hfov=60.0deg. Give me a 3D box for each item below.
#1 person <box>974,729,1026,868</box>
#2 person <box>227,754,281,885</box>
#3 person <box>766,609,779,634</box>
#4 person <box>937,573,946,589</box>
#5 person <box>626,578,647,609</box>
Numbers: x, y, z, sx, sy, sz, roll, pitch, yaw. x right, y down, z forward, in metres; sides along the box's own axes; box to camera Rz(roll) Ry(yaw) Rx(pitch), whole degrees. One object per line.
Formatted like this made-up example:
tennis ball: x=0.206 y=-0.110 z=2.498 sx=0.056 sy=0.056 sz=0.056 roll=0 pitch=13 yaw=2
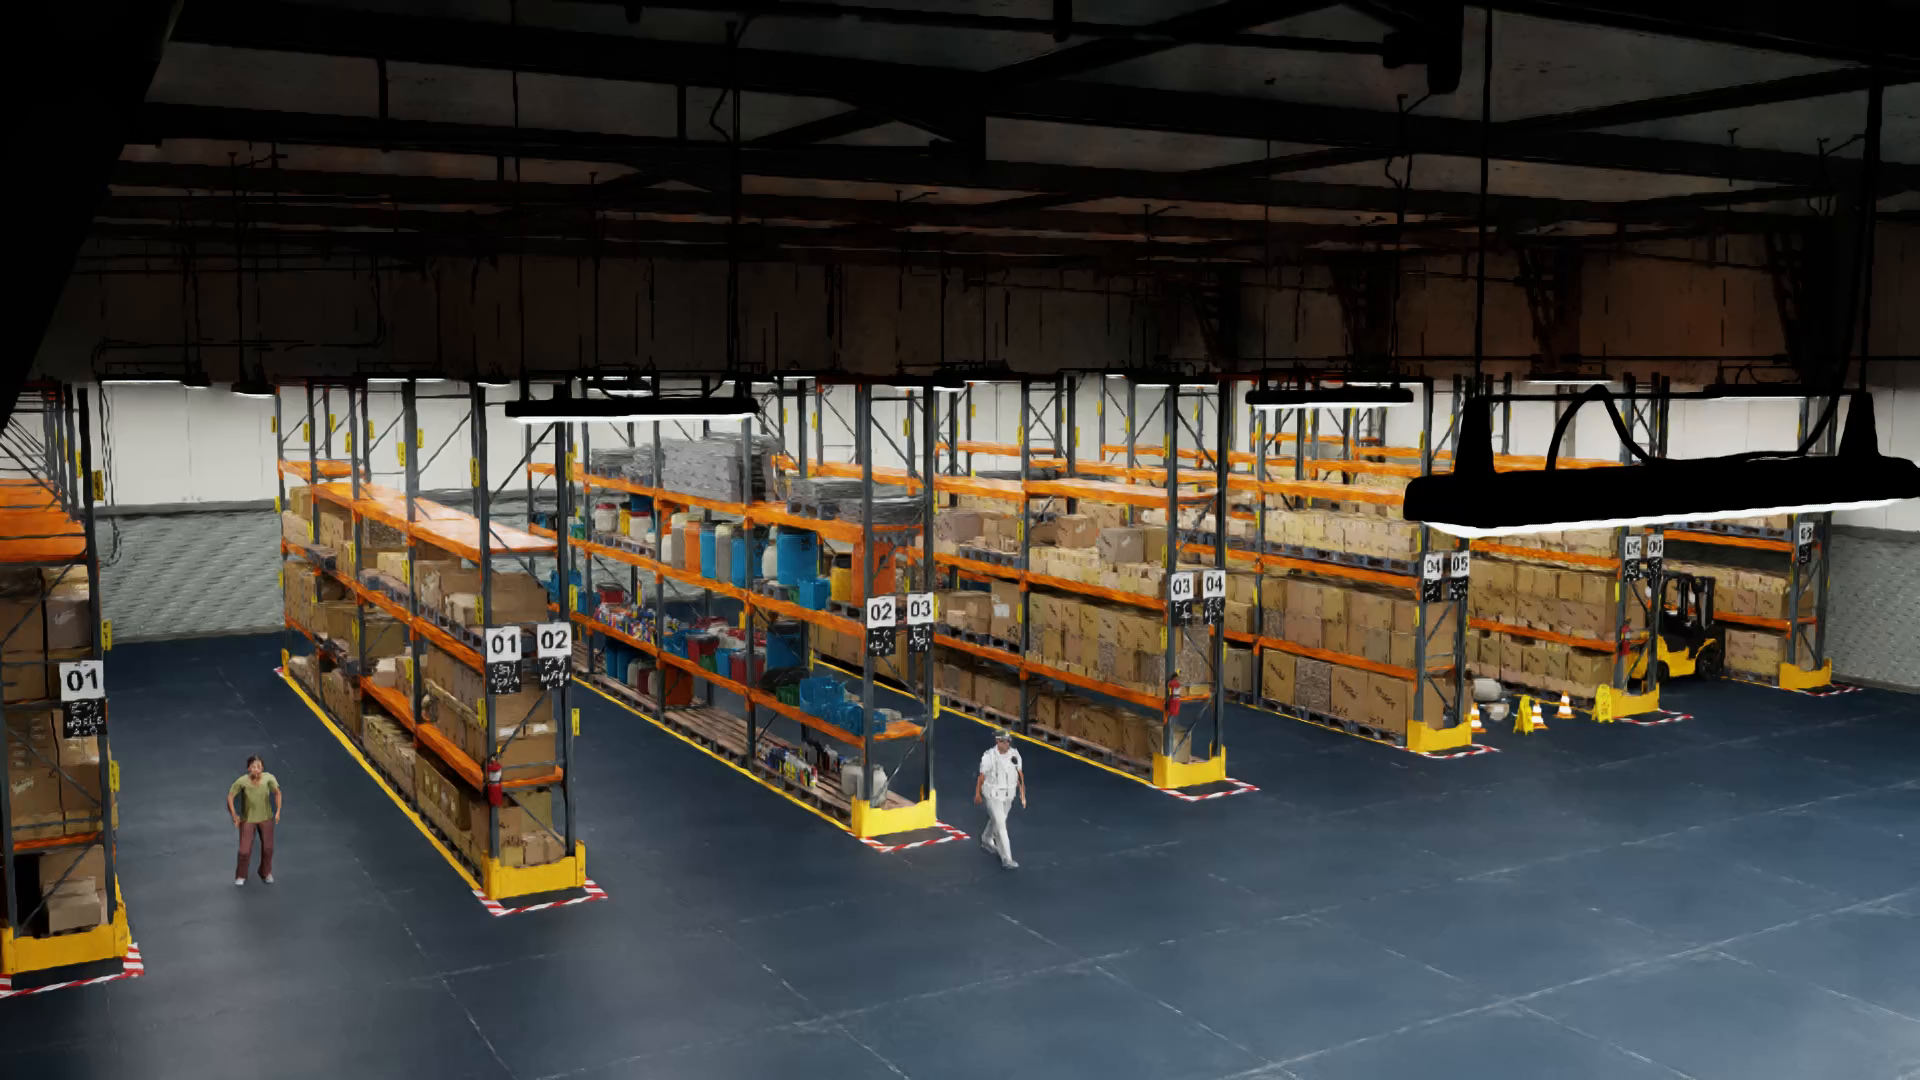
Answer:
person: x=0.535 y=3.190 z=20.924 sx=0.554 sy=1.709 sz=1.040 roll=-4 pitch=7 yaw=-31
person: x=-8.463 y=3.352 z=19.977 sx=0.598 sy=1.619 sz=0.507 roll=-4 pitch=7 yaw=-31
person: x=-3.526 y=2.104 z=31.499 sx=0.522 sy=1.548 sz=0.523 roll=0 pitch=6 yaw=-1
person: x=-0.577 y=1.551 z=35.887 sx=0.729 sy=1.733 sz=0.546 roll=-4 pitch=7 yaw=-31
person: x=-7.000 y=1.600 z=36.022 sx=0.479 sy=1.567 sz=1.090 roll=-3 pitch=7 yaw=-27
